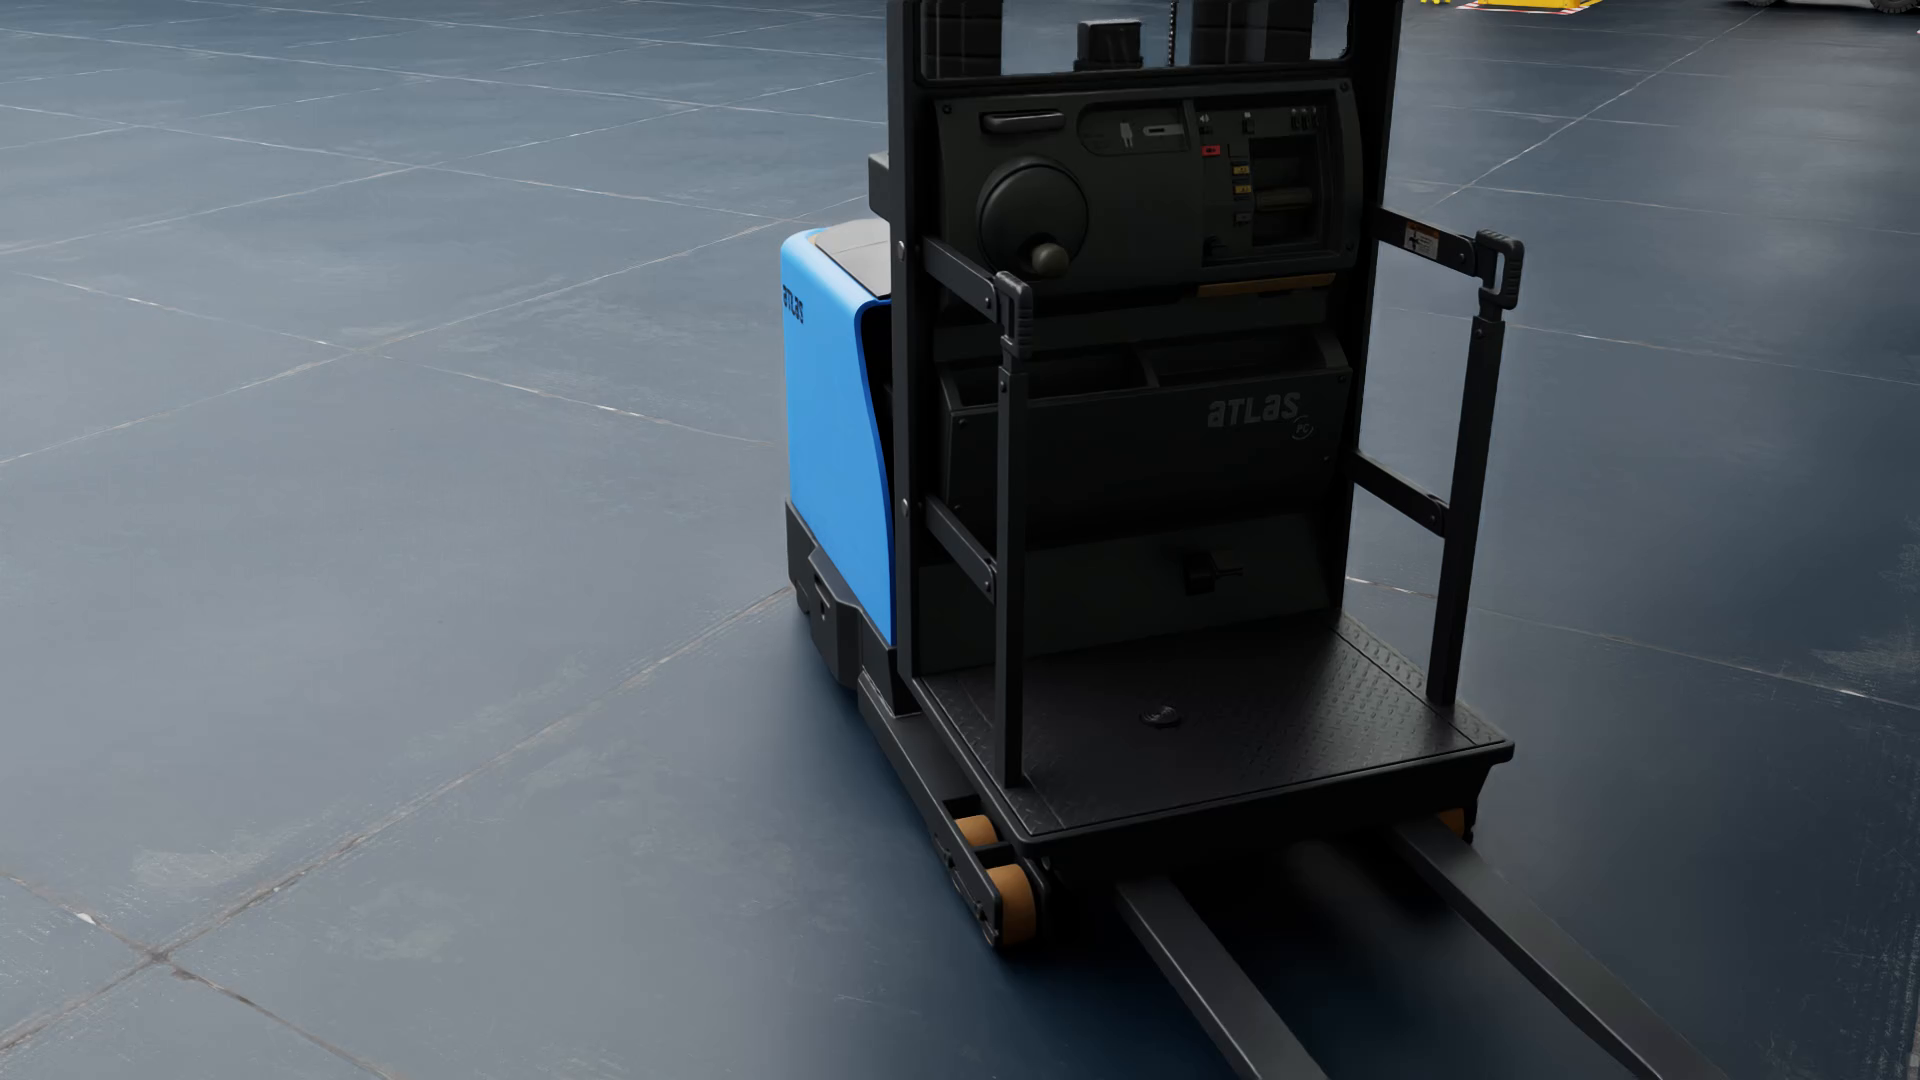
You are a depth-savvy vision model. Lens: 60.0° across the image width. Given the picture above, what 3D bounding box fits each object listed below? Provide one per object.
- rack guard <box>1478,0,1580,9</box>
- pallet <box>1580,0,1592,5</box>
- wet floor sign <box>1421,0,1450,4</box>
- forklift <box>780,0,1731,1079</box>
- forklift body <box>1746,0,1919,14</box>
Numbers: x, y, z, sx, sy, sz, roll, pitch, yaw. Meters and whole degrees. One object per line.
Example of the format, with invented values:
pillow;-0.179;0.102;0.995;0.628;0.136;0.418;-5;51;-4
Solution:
rack guard;6.985;-6.806;20.343;1.175;0.500;0.348;14;27;29
pallet;7.444;-6.940;21.017;1.003;0.211;1.213;14;27;29
wet floor sign;5.936;-7.007;20.625;0.232;0.644;0.267;-17;29;-35
forklift;0.471;-0.707;3.194;1.130;2.935;3.031;-8;25;-18
forklift body;10.615;-7.522;19.917;2.313;2.155;1.214;14;27;29
